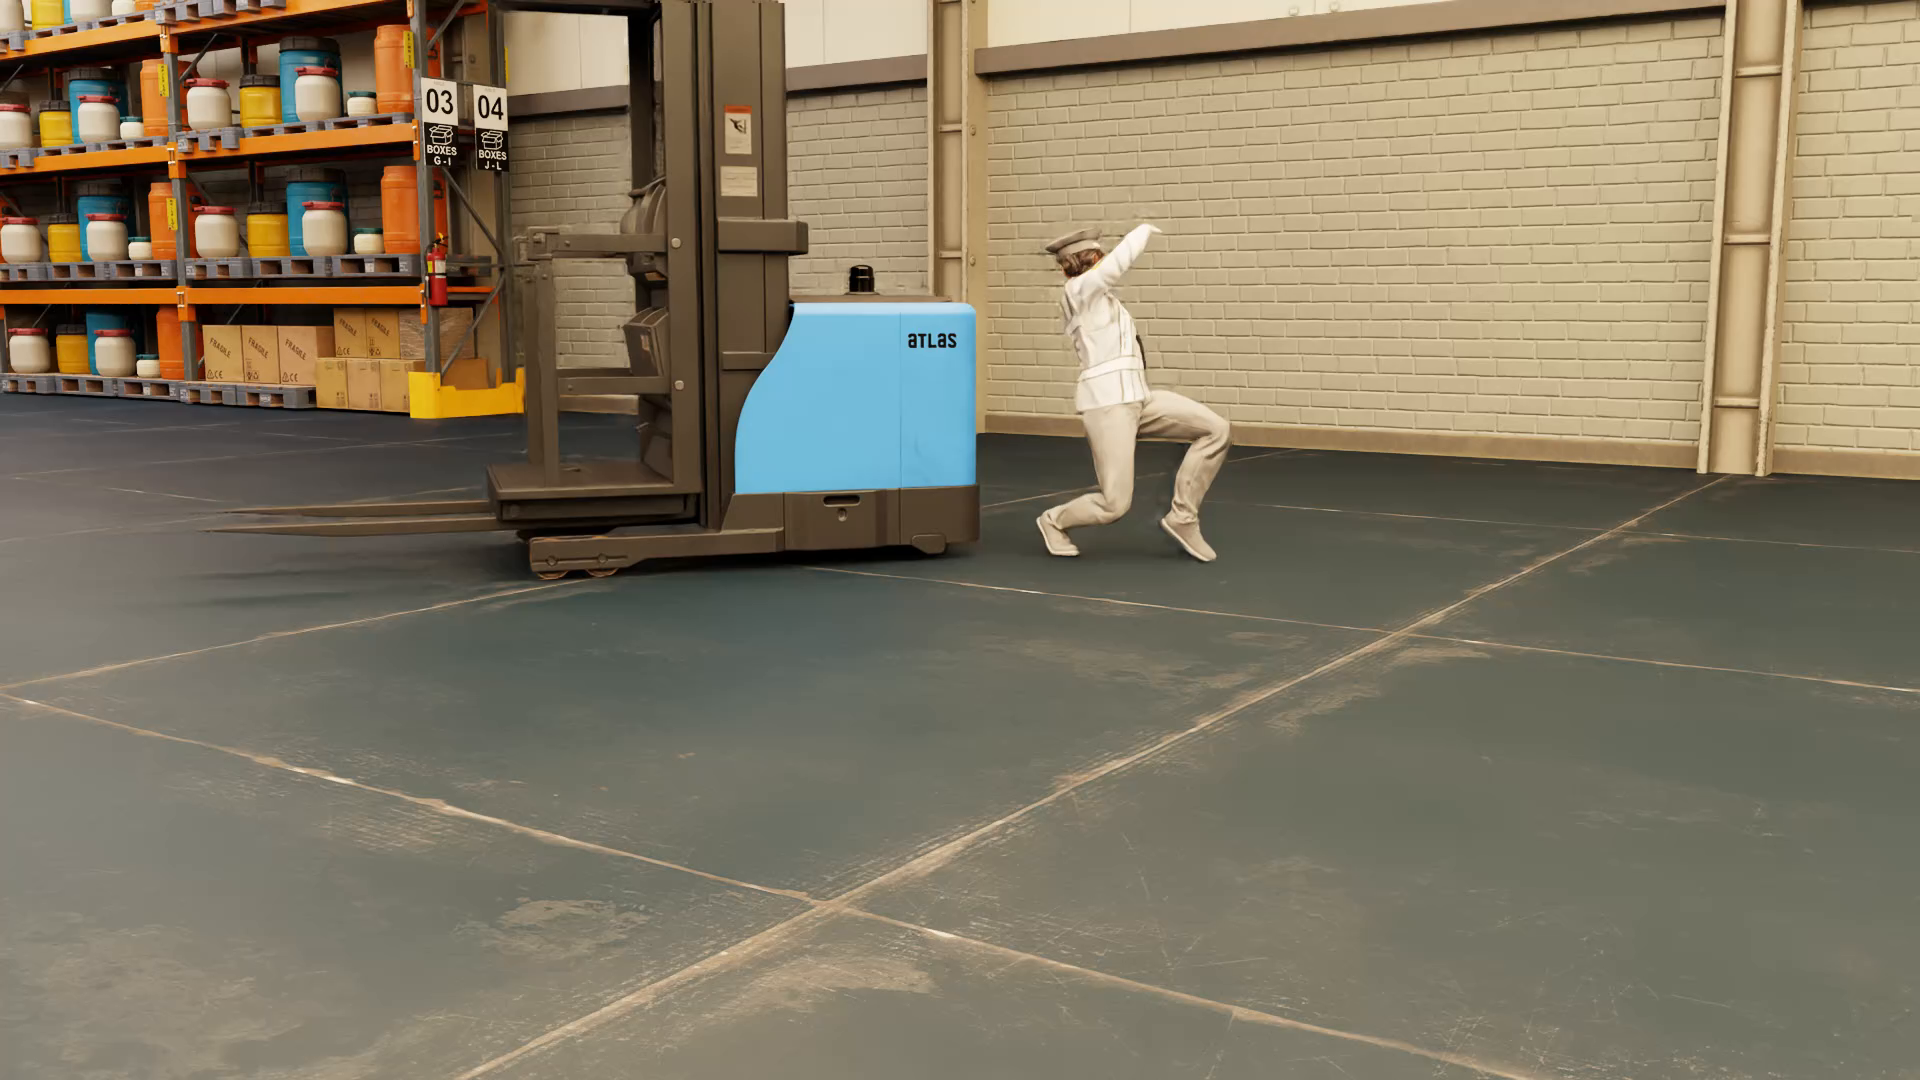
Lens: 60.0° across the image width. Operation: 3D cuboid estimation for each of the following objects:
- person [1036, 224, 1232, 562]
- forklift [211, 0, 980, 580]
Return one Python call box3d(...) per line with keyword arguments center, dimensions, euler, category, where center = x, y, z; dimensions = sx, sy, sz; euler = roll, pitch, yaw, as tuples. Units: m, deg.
box3d(center=(0.808, -0.643, 7.194), dimensions=(0.847, 1.420, 0.977), euler=(4, 9, 23), category="person")
box3d(center=(-1.492, -1.378, 6.884), dimensions=(3.031, 2.935, 1.130), euler=(-3, 8, -18), category="forklift")
